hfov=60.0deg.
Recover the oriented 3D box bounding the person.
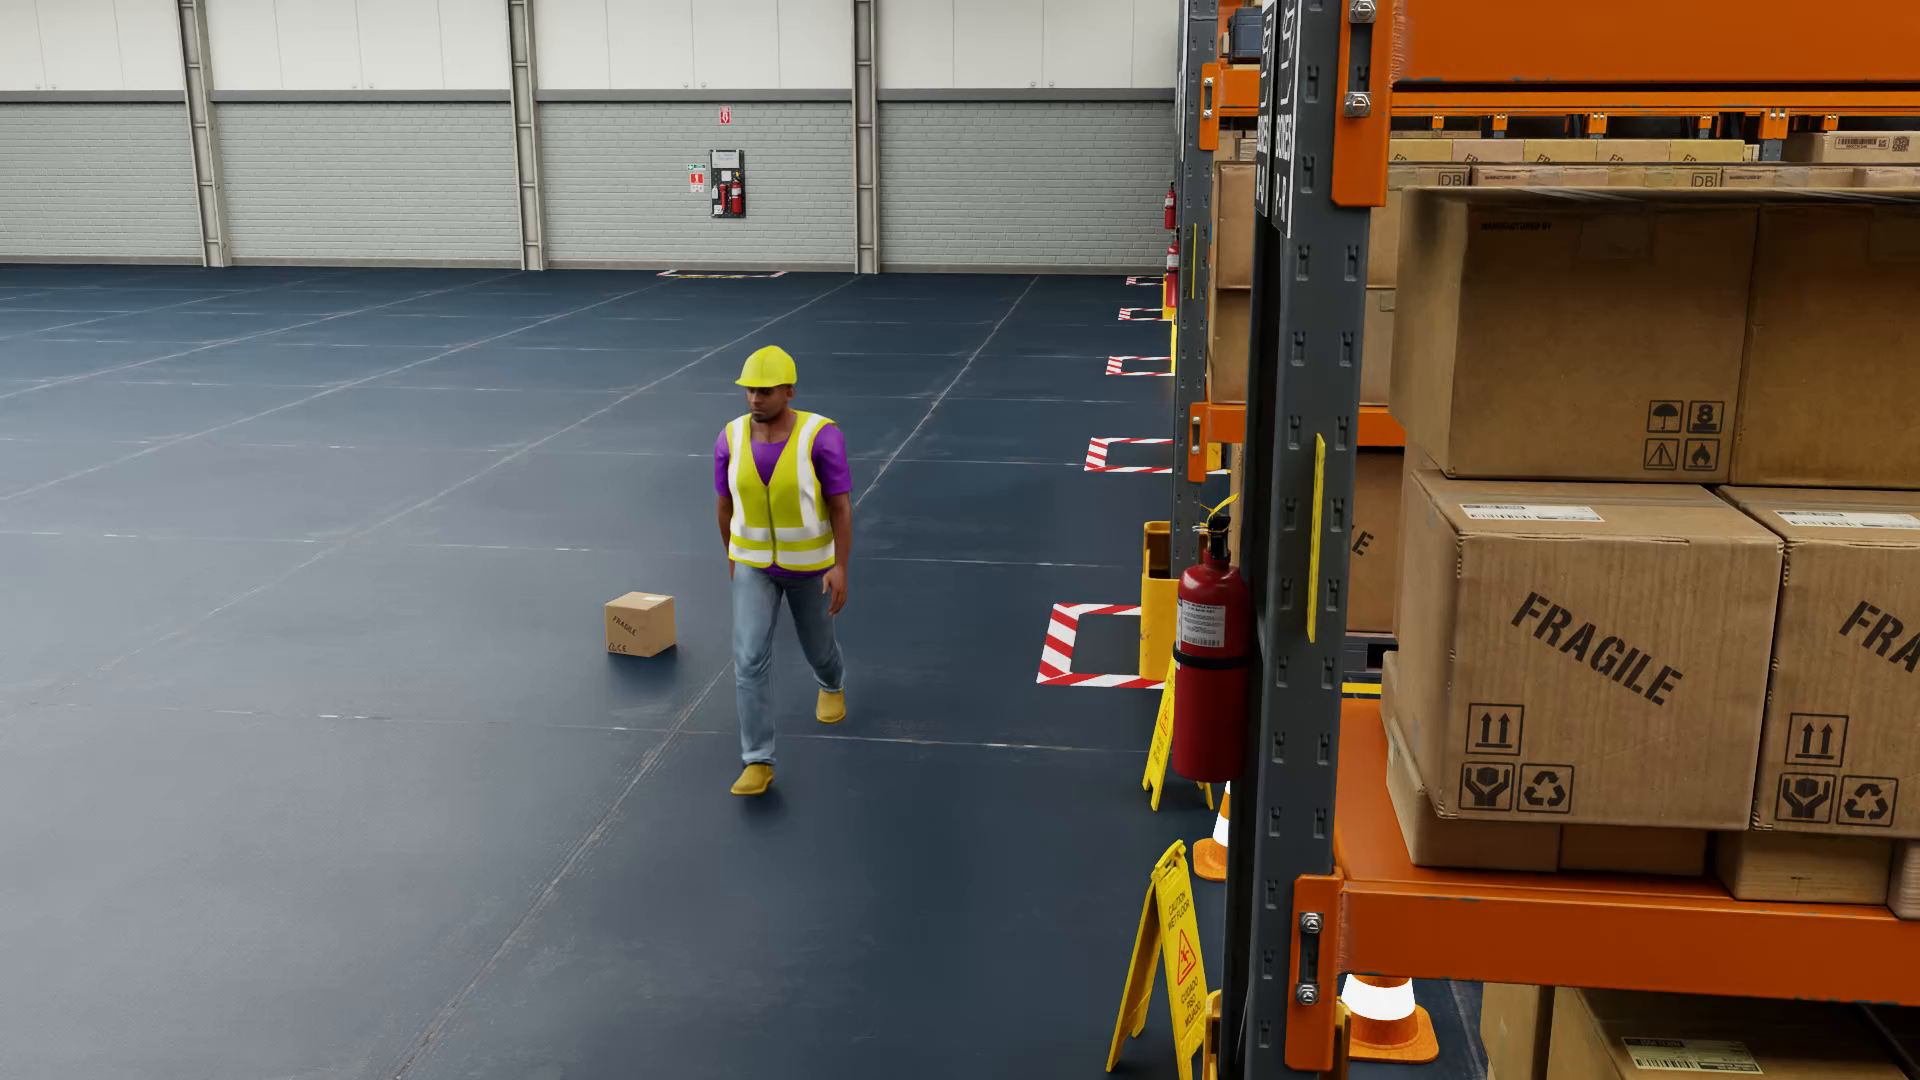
[{"bbox_3d":[-0.702,0.073,6.667,0.571,1.721,1.043,1,14,5],"label":"person"}]
